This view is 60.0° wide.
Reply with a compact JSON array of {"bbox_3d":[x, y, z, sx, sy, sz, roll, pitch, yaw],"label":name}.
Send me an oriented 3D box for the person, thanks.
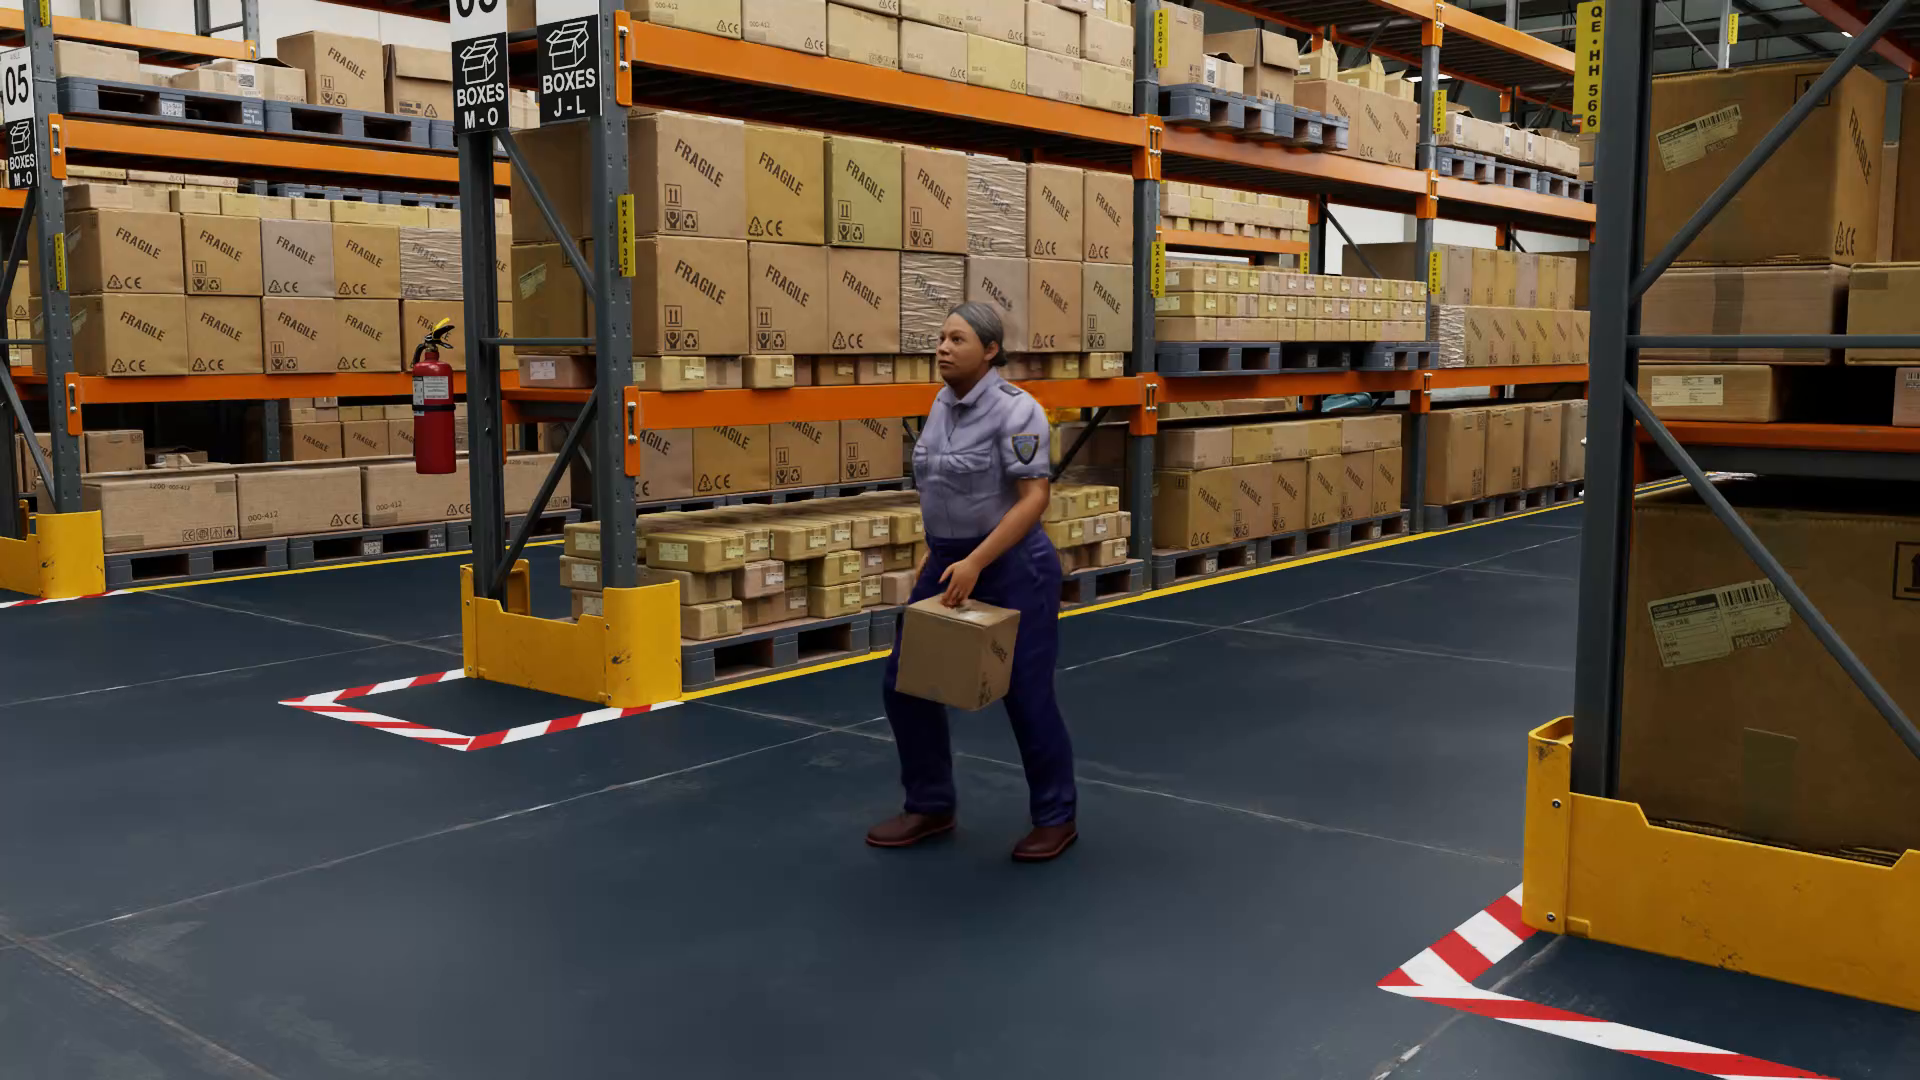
[{"bbox_3d":[0.033,0.122,4.909,0.560,1.619,0.571,-6,9,-41],"label":"person"}]
